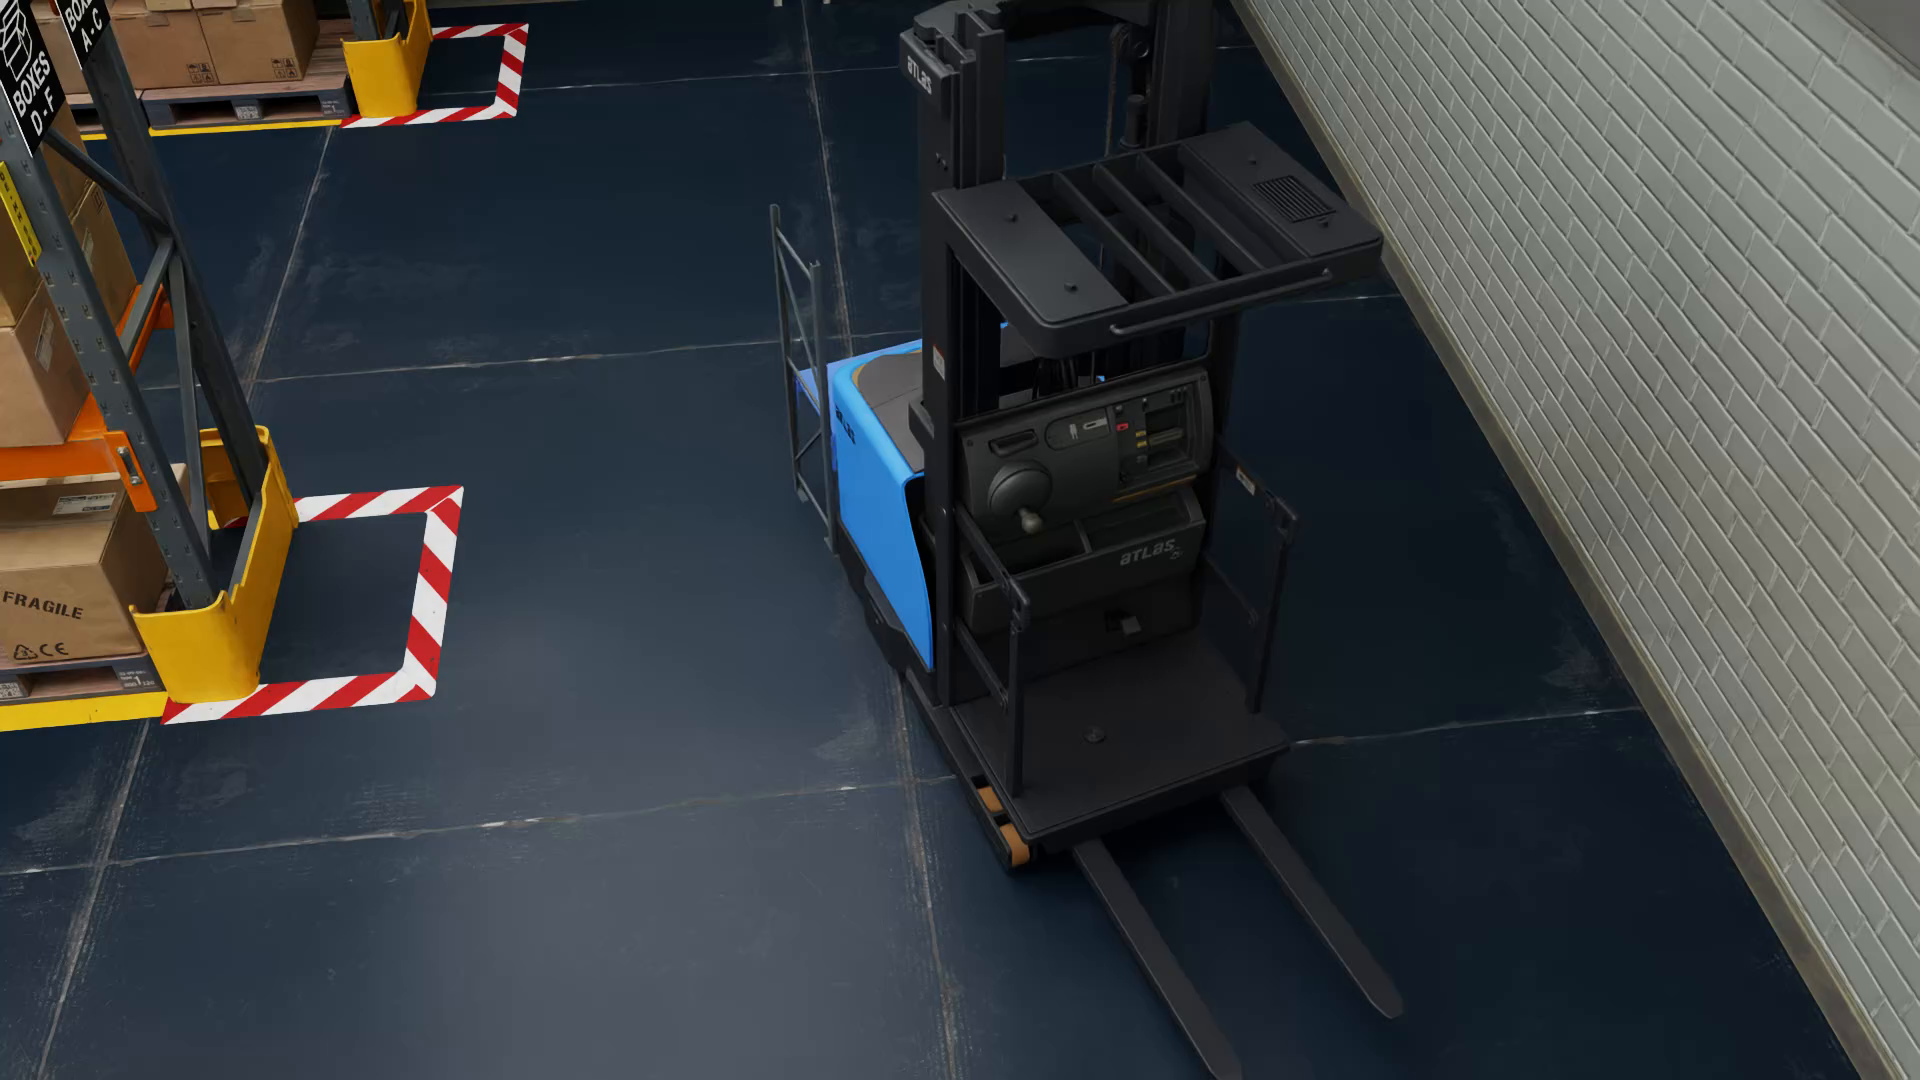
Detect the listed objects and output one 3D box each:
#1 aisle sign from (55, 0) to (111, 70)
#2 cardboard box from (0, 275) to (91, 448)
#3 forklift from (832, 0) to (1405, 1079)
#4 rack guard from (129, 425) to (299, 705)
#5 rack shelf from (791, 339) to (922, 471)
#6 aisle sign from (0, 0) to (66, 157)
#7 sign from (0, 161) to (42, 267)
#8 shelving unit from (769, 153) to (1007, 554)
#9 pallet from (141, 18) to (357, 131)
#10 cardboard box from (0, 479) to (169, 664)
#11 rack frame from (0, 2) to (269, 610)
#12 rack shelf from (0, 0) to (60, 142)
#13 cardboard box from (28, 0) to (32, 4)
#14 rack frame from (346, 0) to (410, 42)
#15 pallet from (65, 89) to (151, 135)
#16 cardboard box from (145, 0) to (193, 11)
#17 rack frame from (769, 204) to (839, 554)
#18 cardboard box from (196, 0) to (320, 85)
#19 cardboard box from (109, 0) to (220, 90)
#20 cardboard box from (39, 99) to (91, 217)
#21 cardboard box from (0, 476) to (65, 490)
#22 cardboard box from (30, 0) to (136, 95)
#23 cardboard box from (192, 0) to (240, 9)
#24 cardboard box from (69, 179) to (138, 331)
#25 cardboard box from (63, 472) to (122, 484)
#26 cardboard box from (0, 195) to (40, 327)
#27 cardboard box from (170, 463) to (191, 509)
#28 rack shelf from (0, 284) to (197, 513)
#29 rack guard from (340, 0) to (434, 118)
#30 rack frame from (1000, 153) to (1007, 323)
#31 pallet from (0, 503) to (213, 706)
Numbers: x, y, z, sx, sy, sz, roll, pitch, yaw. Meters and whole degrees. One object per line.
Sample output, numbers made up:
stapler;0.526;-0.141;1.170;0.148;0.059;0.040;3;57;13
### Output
aisle sign;-3.006;-2.019;5.523;0.004;0.787;0.394;-5;42;-6
cardboard box;-3.444;-0.671;5.894;0.500;0.500;0.500;-4;42;-4
forklift;0.533;-0.217;5.518;1.130;2.935;3.031;-17;45;-18
rack guard;-3.111;0.082;7.001;0.348;0.500;1.175;-5;42;-6
rack shelf;-0.192;-0.658;7.343;1.000;0.185;0.538;-17;45;-18
aisle sign;-2.928;-1.621;5.082;0.004;0.787;0.394;-5;42;-6
sign;-2.983;-1.030;5.267;0.005;0.325;0.100;-5;42;-6
shelving unit;-0.192;-0.791;7.223;1.048;1.500;0.538;-17;45;-18
pallet;-4.464;-2.986;10.618;1.213;0.211;1.003;-5;42;-6
cardboard box;-3.543;0.123;6.628;0.500;0.500;0.500;-5;42;-6
rack frame;-3.036;-0.853;6.171;0.127;3.000;1.000;-5;42;-6
rack shelf;-5.019;-1.526;5.215;4.000;0.370;1.077;-5;42;-6
cardboard box;-5.885;-3.104;10.220;0.500;0.500;0.700;-4;42;-5
rack frame;-3.681;-4.143;9.818;0.127;3.000;1.000;-5;42;-6
pallet;-5.671;-2.882;10.503;1.213;0.211;1.003;-5;42;-6
cardboard box;-4.720;-3.329;9.985;0.250;0.149;0.380;-4;42;-4
rack frame;-0.654;-0.649;7.065;0.032;1.500;0.500;-17;45;-18
cardboard box;-4.363;-3.243;10.374;0.500;0.500;0.700;-5;42;-6
cardboard box;-4.859;-3.200;10.326;0.500;0.500;0.700;-5;42;-6
cardboard box;-3.510;-1.398;5.954;0.500;0.500;0.500;-4;42;-4
cardboard box;-4.107;-0.093;7.053;0.500;0.250;0.500;-5;42;-6
cardboard box;-5.357;-3.156;10.277;0.500;0.500;0.700;-6;42;-7
cardboard box;-4.466;-3.352;10.010;0.250;0.149;0.380;-5;42;-6
cardboard box;-3.510;-1.027;6.289;0.500;0.500;0.500;-4;42;-5
cardboard box;-3.743;-0.135;7.162;0.250;0.166;0.380;-5;42;-6
cardboard box;-3.441;-1.040;5.558;0.500;0.500;0.500;-5;42;-6
cardboard box;-3.495;-0.150;7.192;0.250;0.149;0.380;-5;42;-6
rack shelf;-5.019;-0.412;6.220;4.000;0.370;1.077;-5;42;-6
rack guard;-3.658;-3.217;10.658;0.348;0.500;1.175;-5;42;-6
rack frame;0.270;-0.933;7.380;0.032;1.500;0.500;-17;45;-18
pallet;-3.901;0.259;7.021;1.213;0.211;1.003;-5;42;-6
